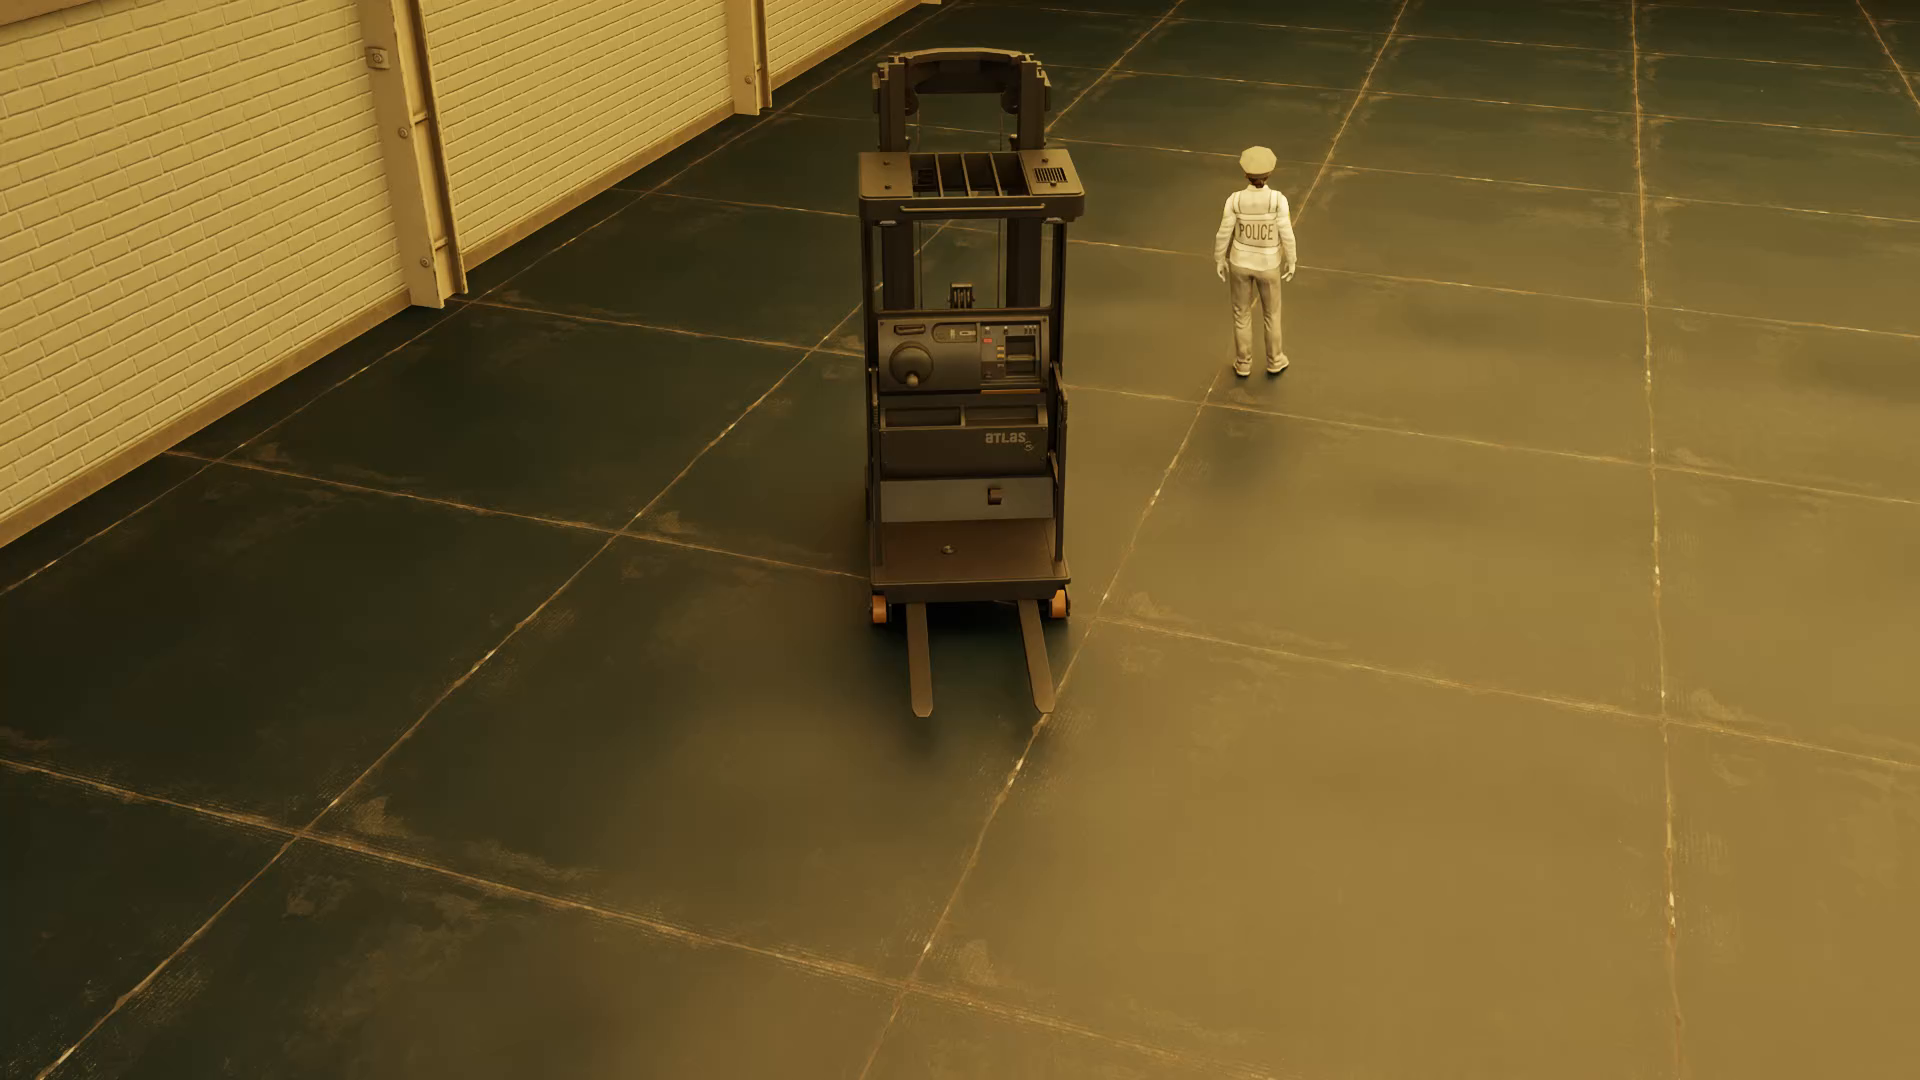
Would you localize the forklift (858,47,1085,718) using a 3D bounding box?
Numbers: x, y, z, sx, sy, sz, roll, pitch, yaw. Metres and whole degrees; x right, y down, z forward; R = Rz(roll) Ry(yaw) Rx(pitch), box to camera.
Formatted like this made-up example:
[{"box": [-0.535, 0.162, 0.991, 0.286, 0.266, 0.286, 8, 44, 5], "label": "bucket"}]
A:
[{"box": [0.035, -0.972, 8.842, 1.130, 2.935, 3.031, -2, 30, -3], "label": "forklift"}]

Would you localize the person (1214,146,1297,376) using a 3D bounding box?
[{"box": [2.109, -1.985, 11.851, 0.586, 1.694, 0.533, 8, 31, 13], "label": "person"}]
